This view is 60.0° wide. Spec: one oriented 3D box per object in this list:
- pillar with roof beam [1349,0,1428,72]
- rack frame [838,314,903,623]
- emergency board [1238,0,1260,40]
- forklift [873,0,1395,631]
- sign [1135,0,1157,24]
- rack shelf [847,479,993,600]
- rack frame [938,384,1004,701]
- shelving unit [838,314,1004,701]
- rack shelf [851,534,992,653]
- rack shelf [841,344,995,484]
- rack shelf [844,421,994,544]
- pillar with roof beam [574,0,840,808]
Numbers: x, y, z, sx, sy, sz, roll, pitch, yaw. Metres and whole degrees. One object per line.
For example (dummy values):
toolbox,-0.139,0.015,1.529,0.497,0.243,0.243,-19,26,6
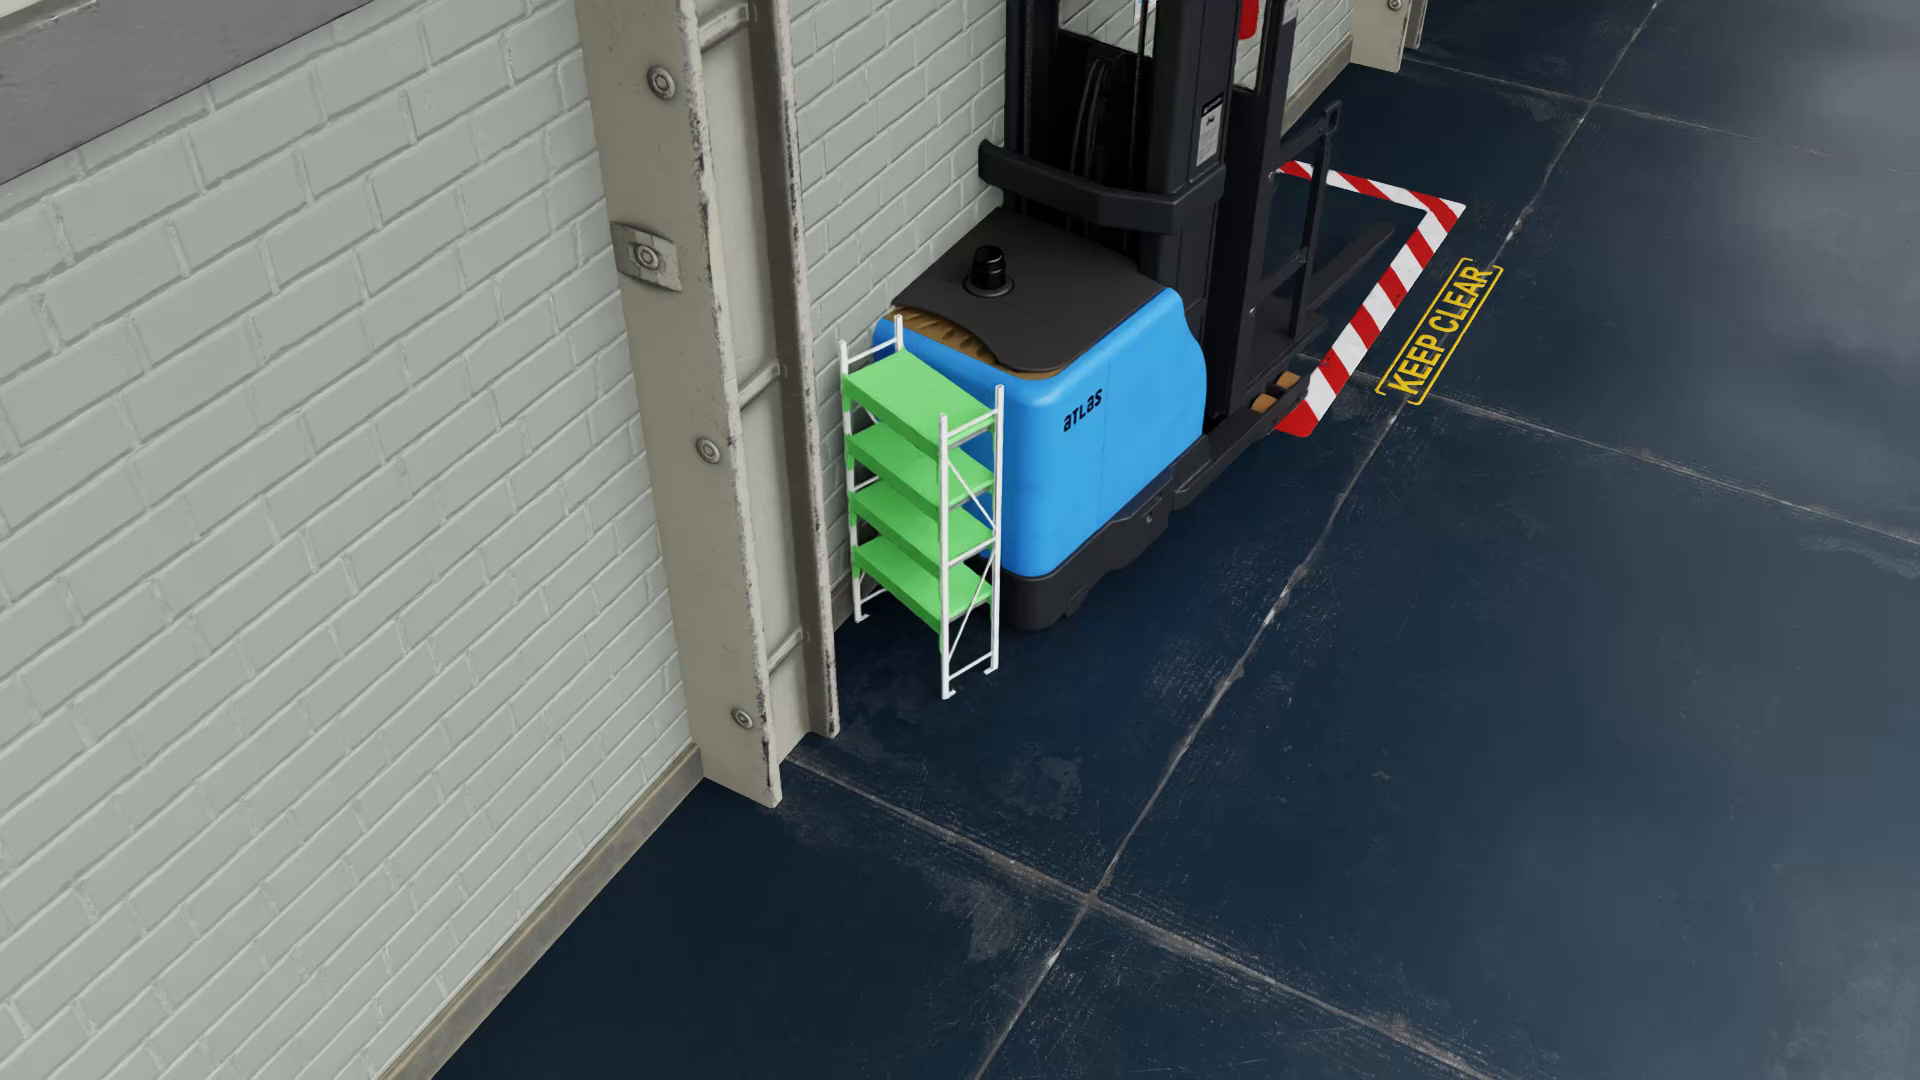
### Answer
pillar with roof beam,6.102,-4.697,4.775,9.100,9.000,0.400,21,45,22
rack frame,-0.279,-0.208,5.578,0.240,1.200,0.015,-29,49,-29
emergency board,1.105,-2.468,6.783,0.194,1.169,0.643,21,45,22
forklift,0.780,-1.704,5.967,1.130,2.935,3.031,27,48,27
sign,0.739,-2.199,6.450,0.001,0.329,0.234,21,45,22
rack shelf,-0.123,-0.036,5.480,0.258,0.148,0.480,-29,49,-29
rack frame,0.034,0.039,5.297,0.240,1.200,0.015,-29,49,-29
shelving unit,-0.123,-0.084,5.438,0.258,1.200,0.503,-29,49,-29
rack shelf,-0.123,0.144,5.639,0.258,0.148,0.480,-29,49,-29
rack shelf,-0.123,-0.397,5.163,0.258,0.148,0.480,-29,49,-29
rack shelf,-0.123,-0.217,5.322,0.258,0.148,0.480,-29,49,-29
pillar with roof beam,3.100,-1.264,0.876,9.100,9.000,0.400,21,45,22
